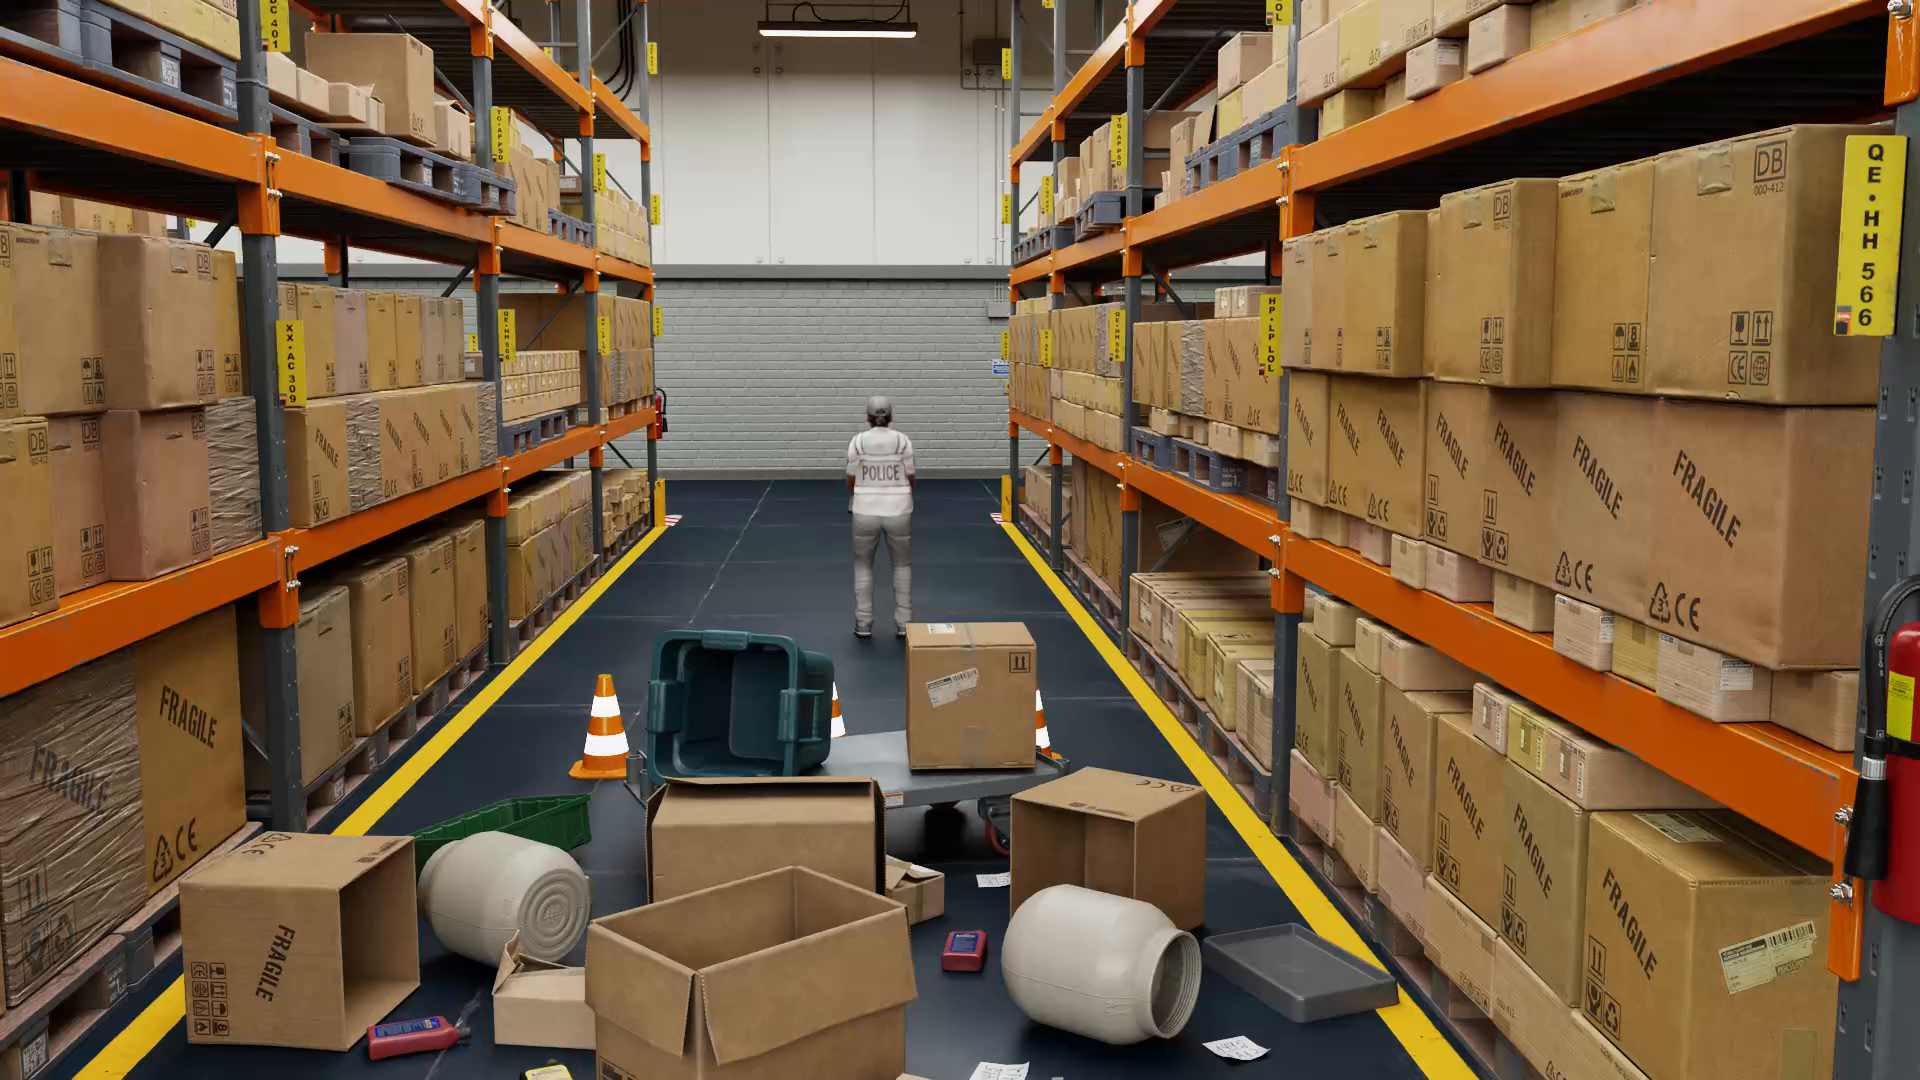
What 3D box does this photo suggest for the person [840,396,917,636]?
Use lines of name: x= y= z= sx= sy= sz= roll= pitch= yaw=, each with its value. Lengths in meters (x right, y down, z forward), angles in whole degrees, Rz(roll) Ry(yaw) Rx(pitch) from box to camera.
person: x=-0.552 y=-0.165 z=11.572 sx=0.561 sy=1.667 sz=0.465 roll=-1 pitch=7 yaw=-6
